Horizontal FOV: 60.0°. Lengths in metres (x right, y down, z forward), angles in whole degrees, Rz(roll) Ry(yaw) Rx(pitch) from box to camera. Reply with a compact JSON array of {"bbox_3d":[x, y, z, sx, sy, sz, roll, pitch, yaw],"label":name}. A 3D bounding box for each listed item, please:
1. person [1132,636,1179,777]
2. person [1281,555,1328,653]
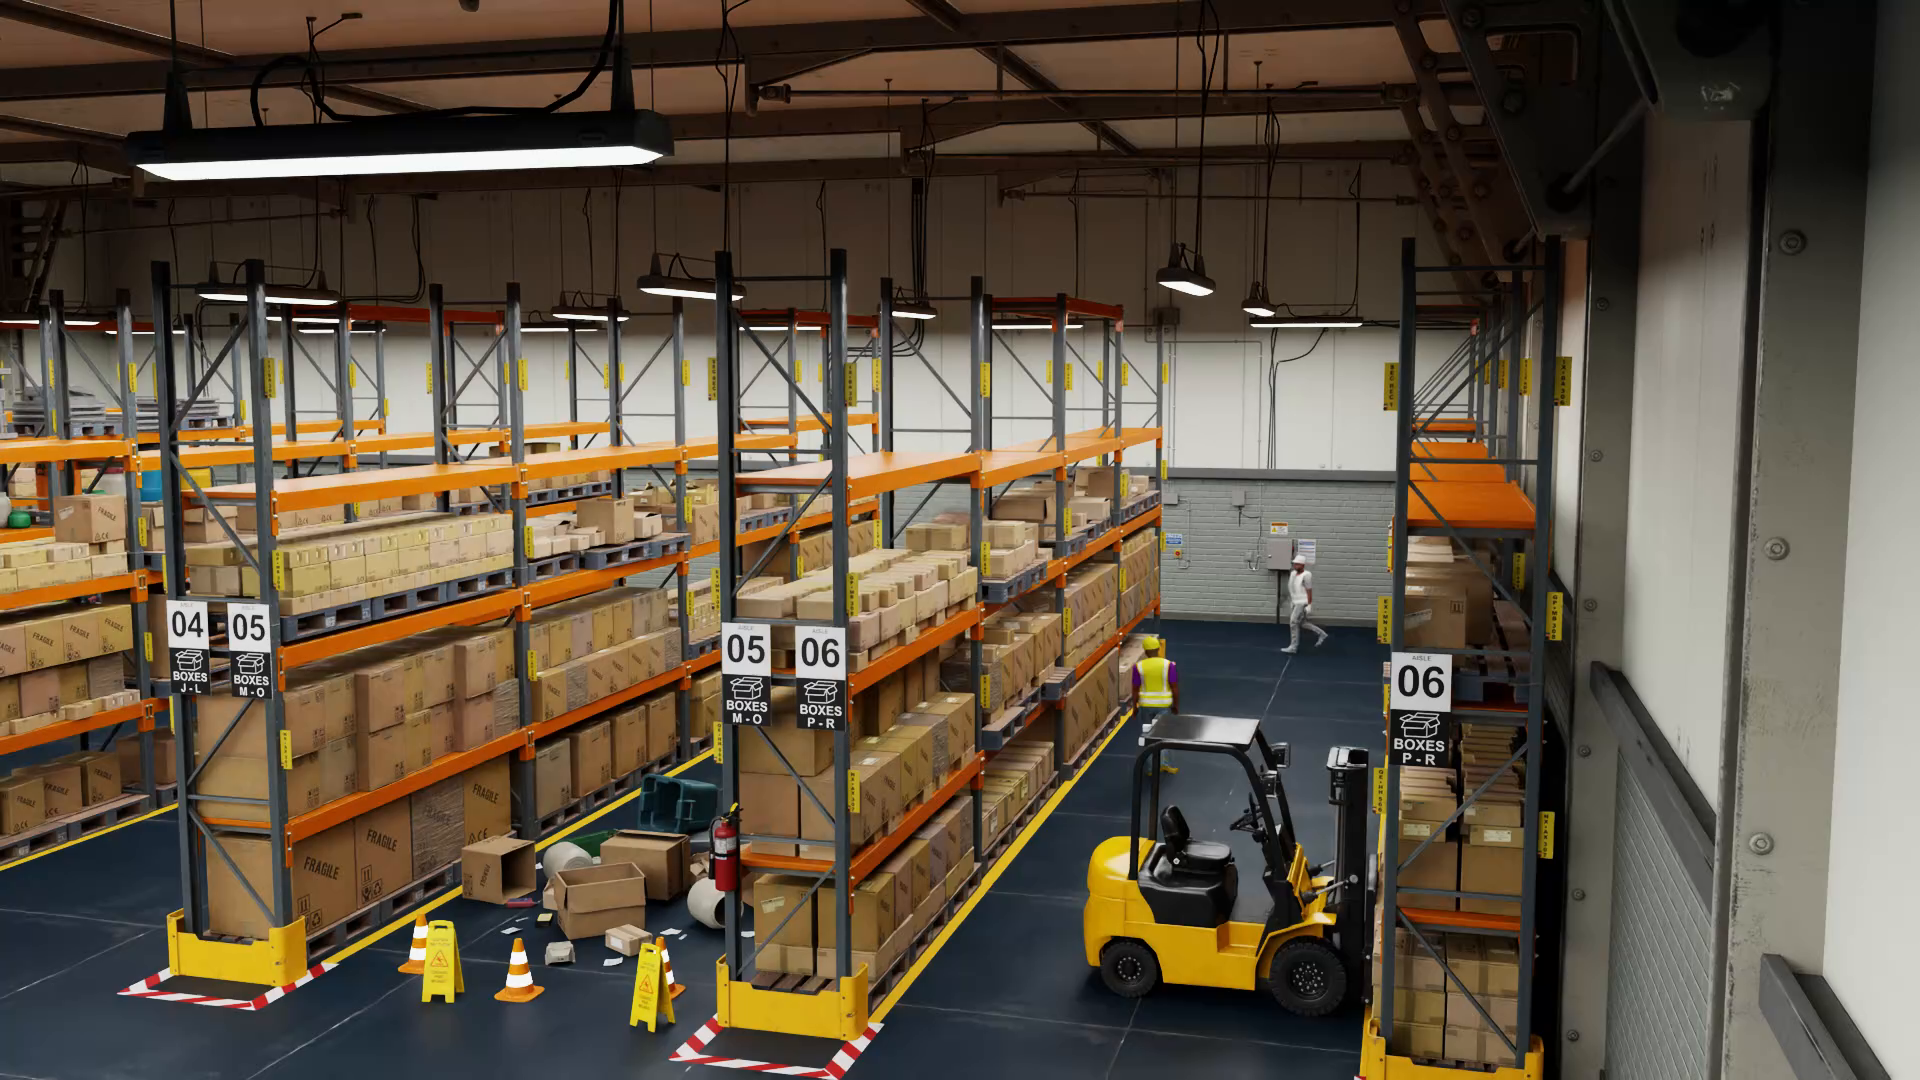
[{"bbox_3d":[2.447,2.094,20.818,0.602,1.762,0.514,1,6,8],"label":"person"},{"bbox_3d":[6.178,1.139,29.813,0.911,1.756,0.537,-1,6,-5],"label":"person"}]
